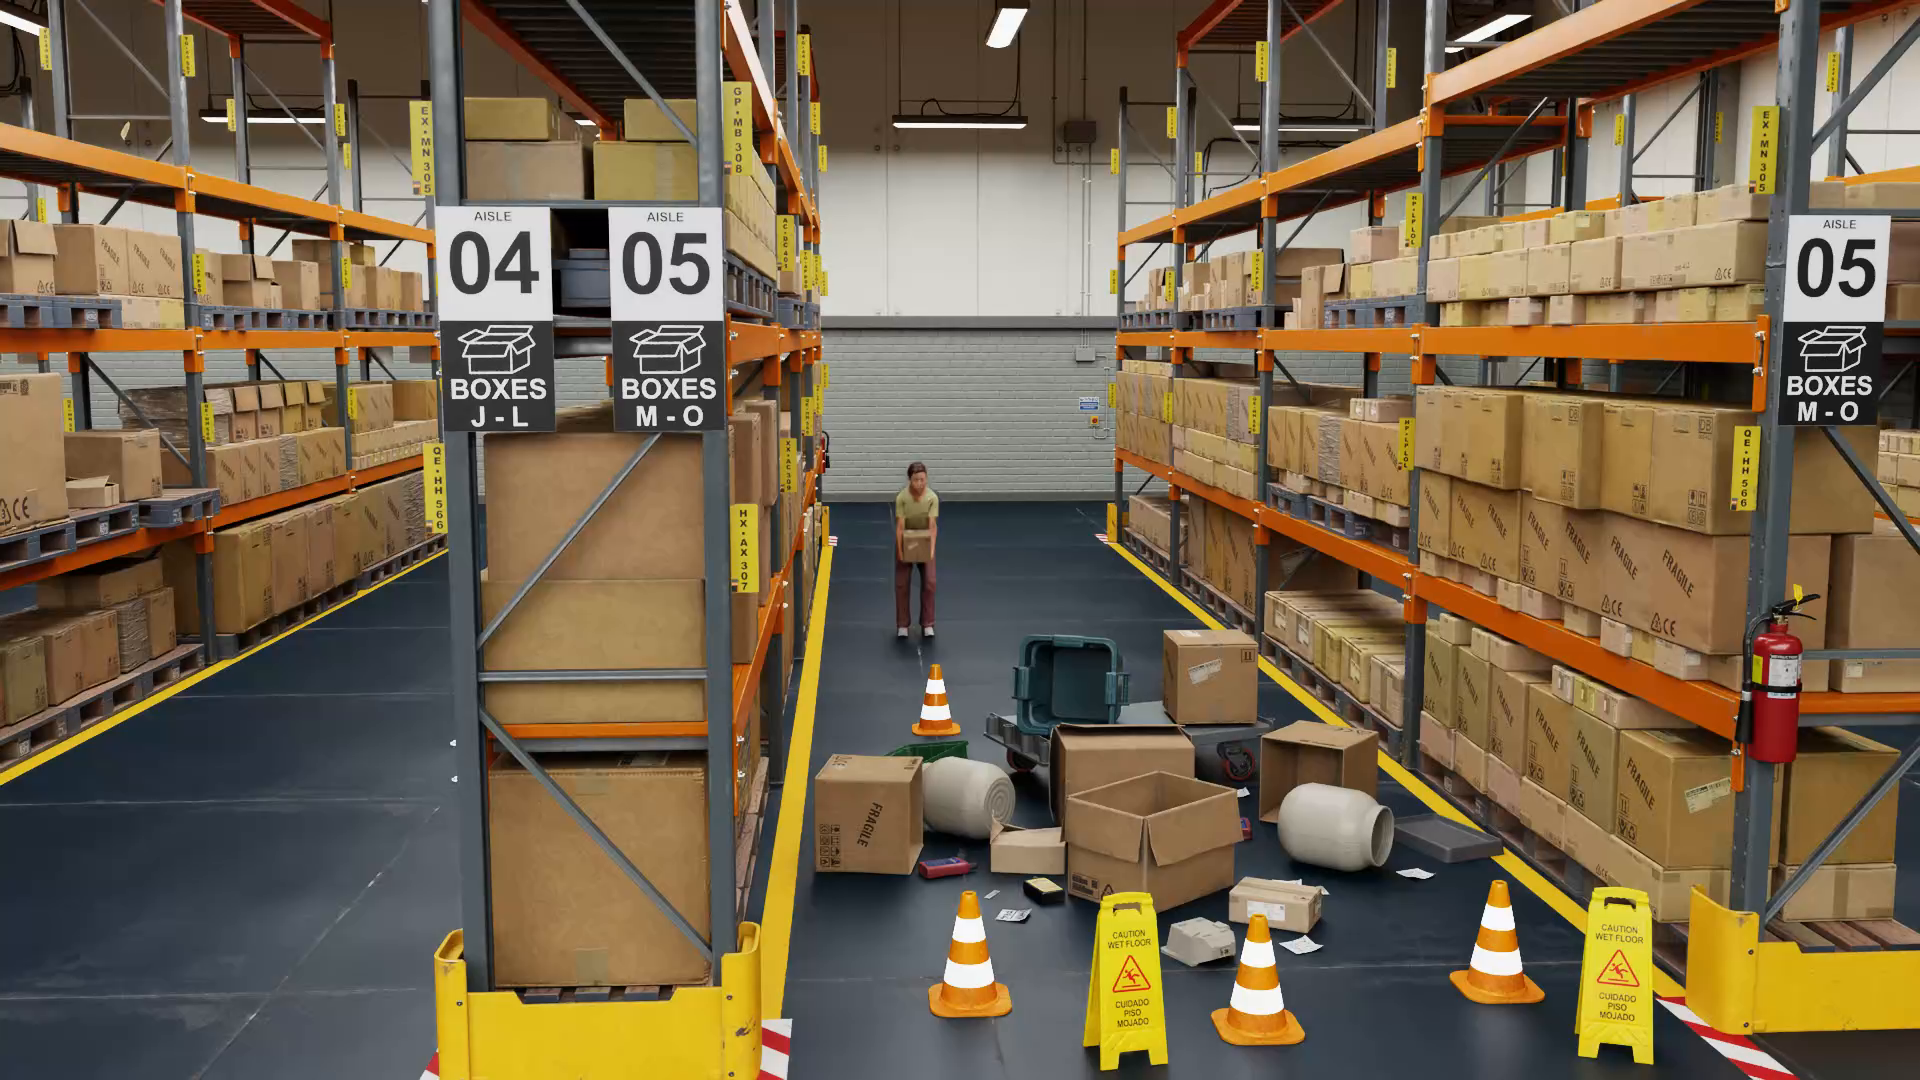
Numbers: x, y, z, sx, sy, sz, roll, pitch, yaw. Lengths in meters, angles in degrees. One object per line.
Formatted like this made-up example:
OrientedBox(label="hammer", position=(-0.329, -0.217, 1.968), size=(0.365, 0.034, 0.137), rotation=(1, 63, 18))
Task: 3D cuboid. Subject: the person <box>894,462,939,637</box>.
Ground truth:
OrientedBox(label="person", position=(-0.398, 0.088, 15.277), size=(0.404, 1.623, 0.538), rotation=(-1, 7, -5))
